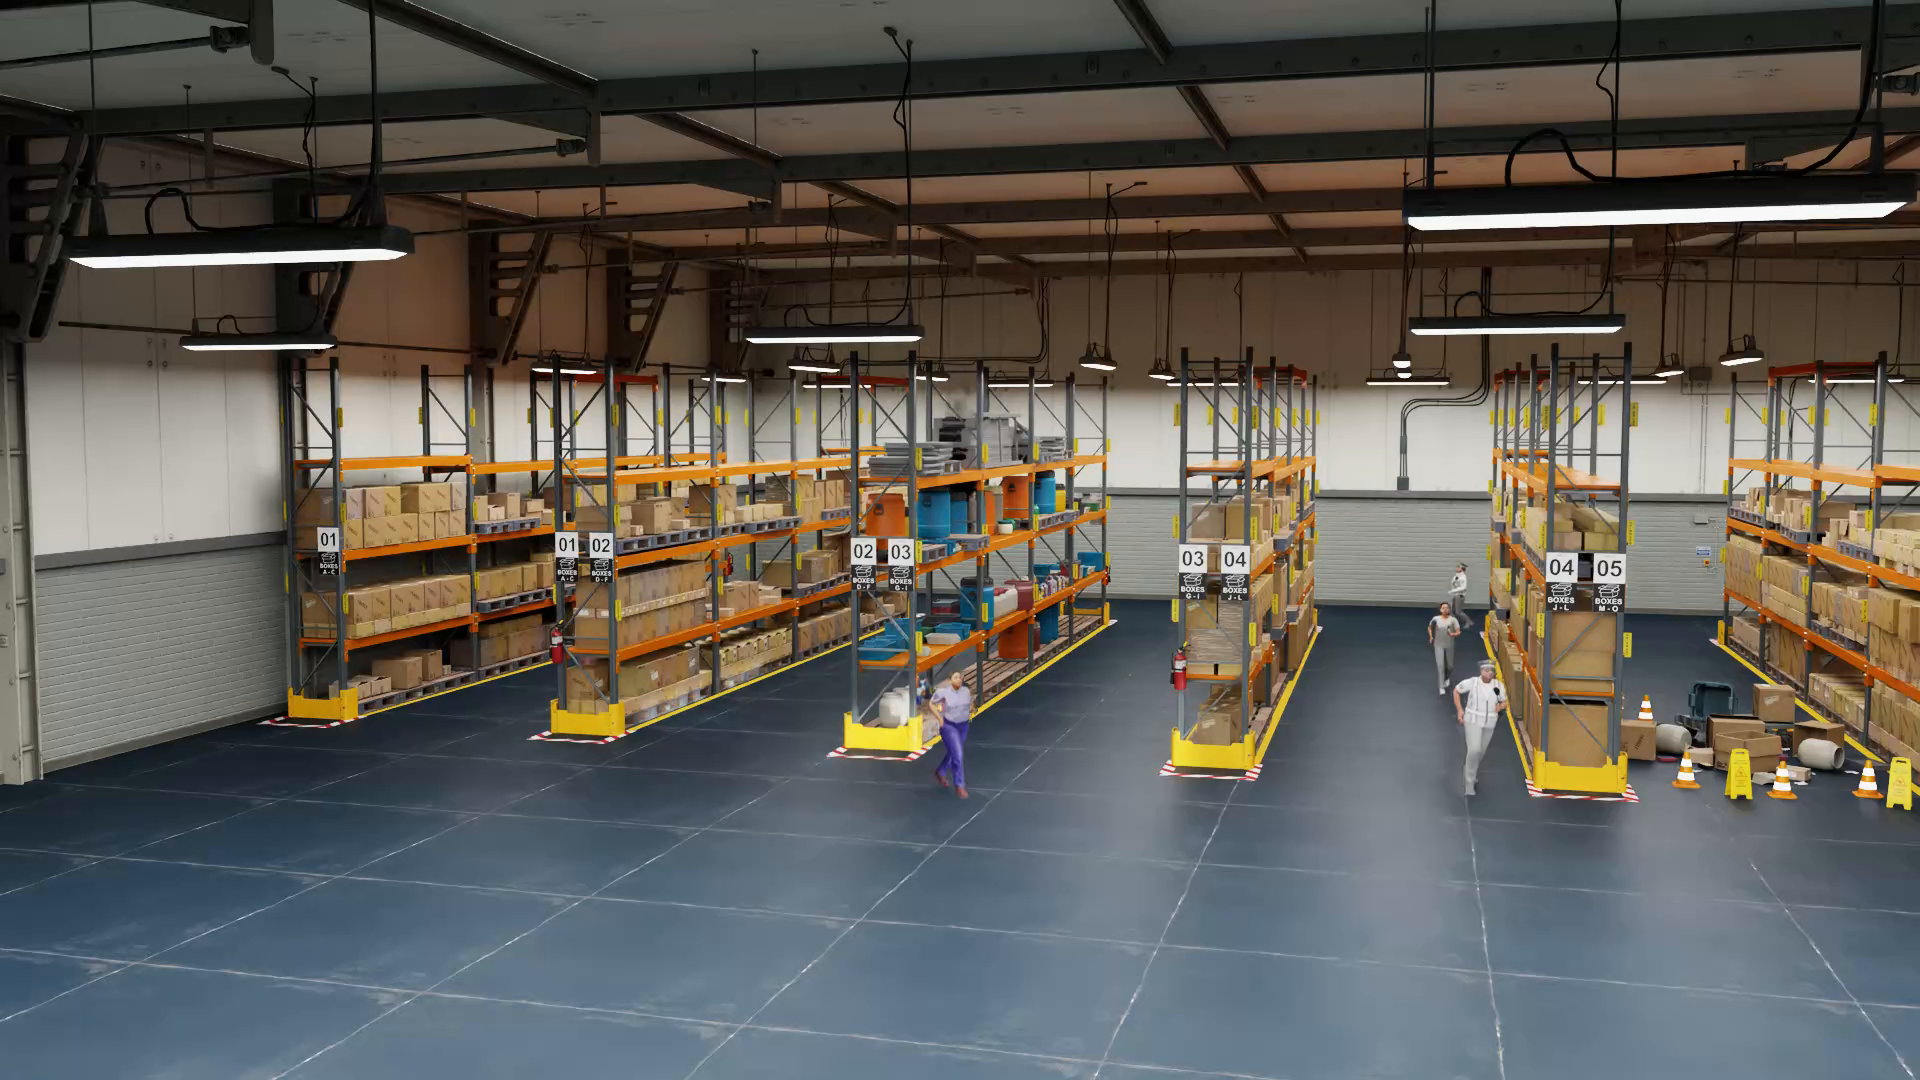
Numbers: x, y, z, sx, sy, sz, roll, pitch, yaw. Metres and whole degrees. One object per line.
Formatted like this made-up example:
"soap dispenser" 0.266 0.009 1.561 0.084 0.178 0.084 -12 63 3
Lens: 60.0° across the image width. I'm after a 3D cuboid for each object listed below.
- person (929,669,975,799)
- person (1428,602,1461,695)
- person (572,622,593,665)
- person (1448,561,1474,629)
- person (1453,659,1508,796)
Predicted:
"person" -0.066 2.568 22.195 0.583 1.677 0.825 -3 5 -38
"person" 8.805 1.965 30.257 0.574 1.599 0.929 1 4 14
"person" -6.725 1.979 29.923 0.561 1.678 0.620 1 4 9
"person" 11.657 1.335 38.740 0.787 1.693 0.632 -1 4 -10
"person" 7.030 2.498 22.422 0.667 1.830 0.783 0 4 -5
